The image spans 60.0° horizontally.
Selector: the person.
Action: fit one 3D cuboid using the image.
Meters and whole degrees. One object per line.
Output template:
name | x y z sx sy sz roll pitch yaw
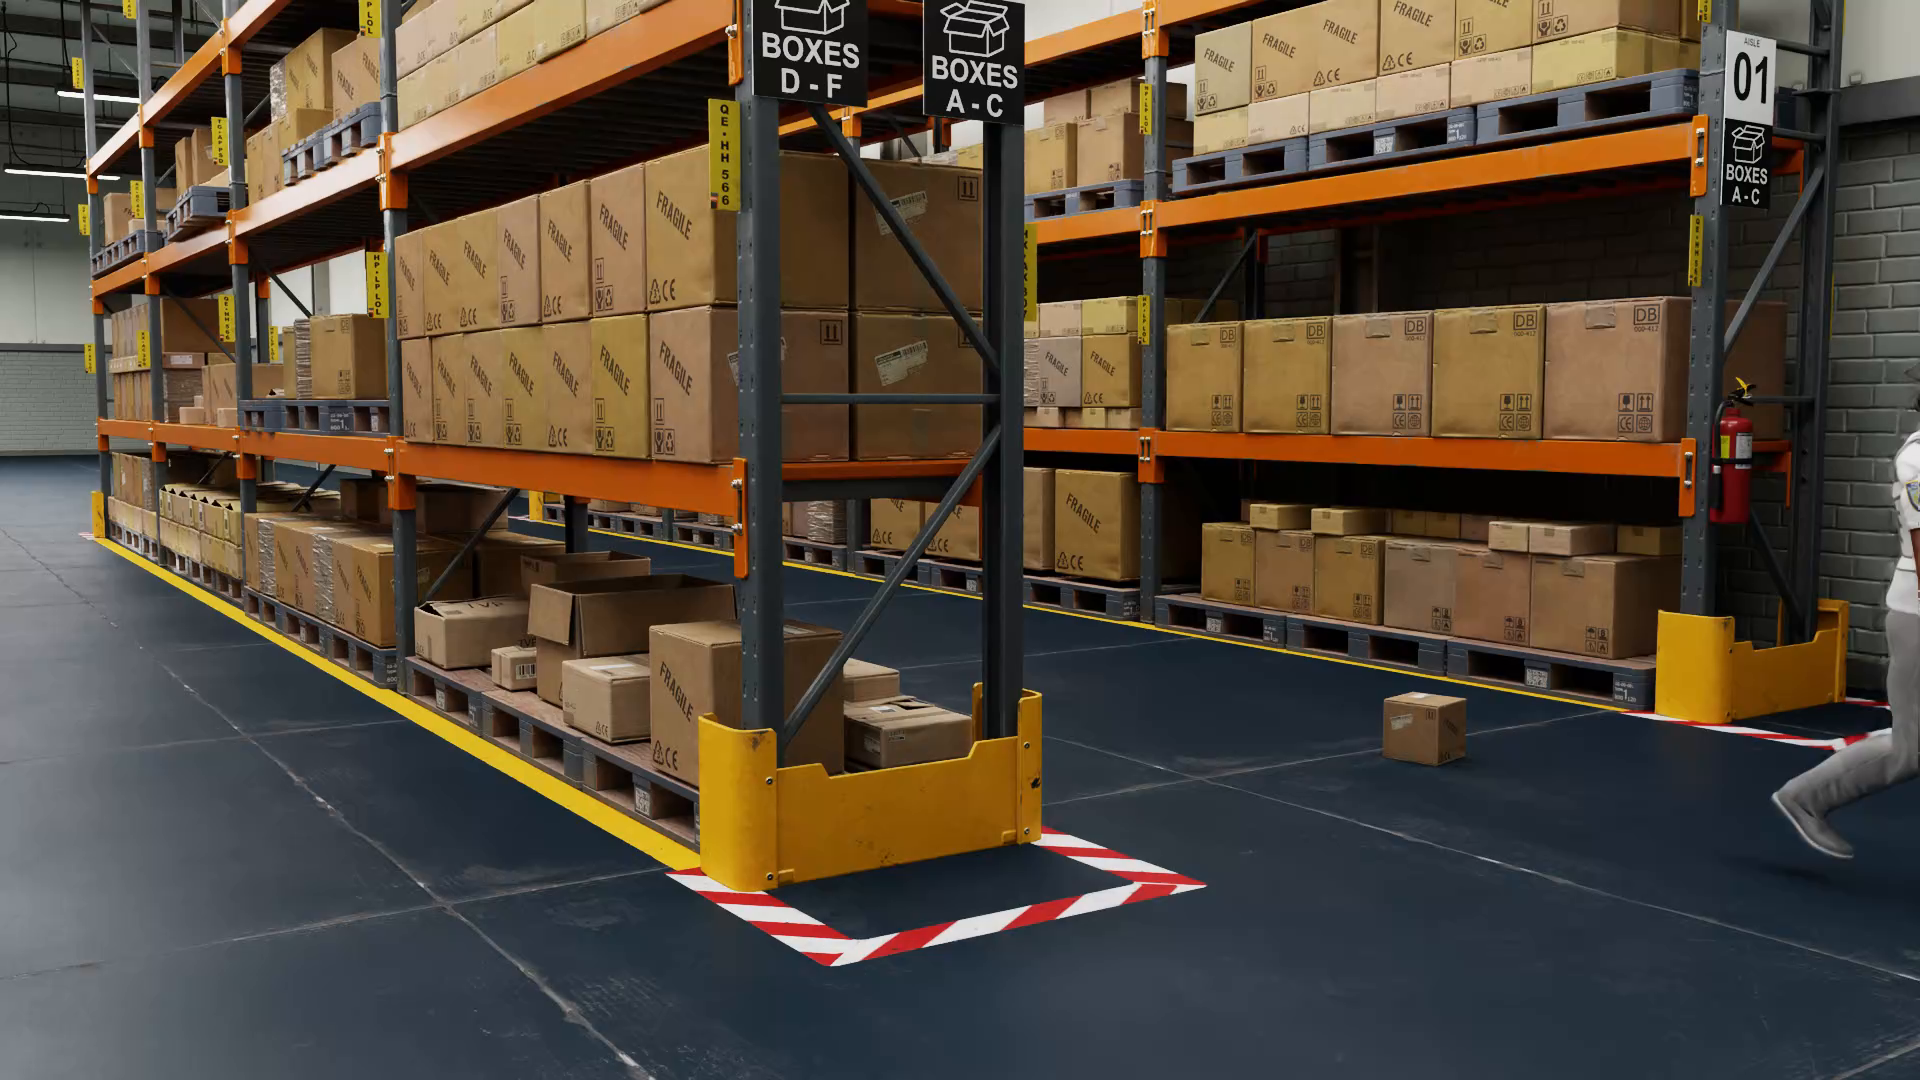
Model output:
person | 2.947 0.233 5.020 0.450 1.652 0.842 -3 6 -36
